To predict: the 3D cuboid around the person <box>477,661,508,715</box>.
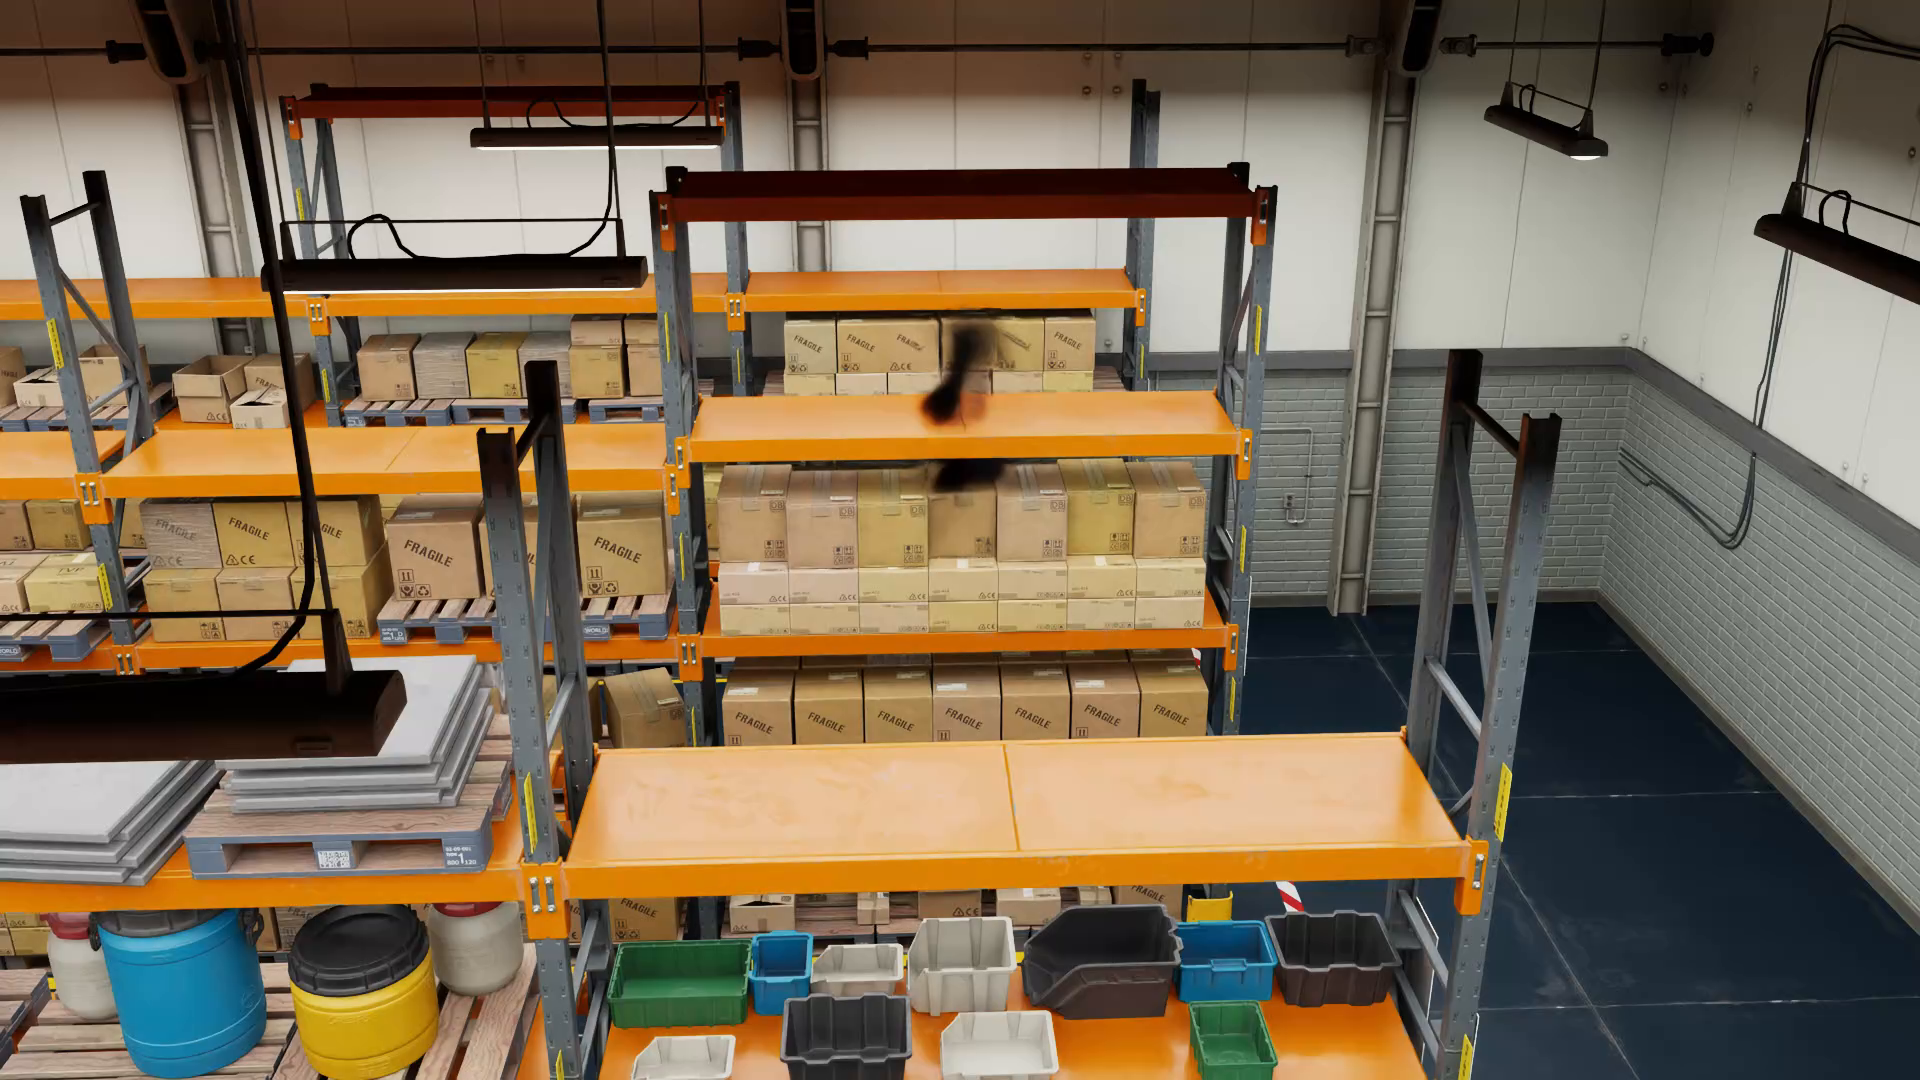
[{"bbox_3d":[-4.331,1.456,15.287,0.977,1.764,0.699,-8,23,-18],"label":"person"}]
